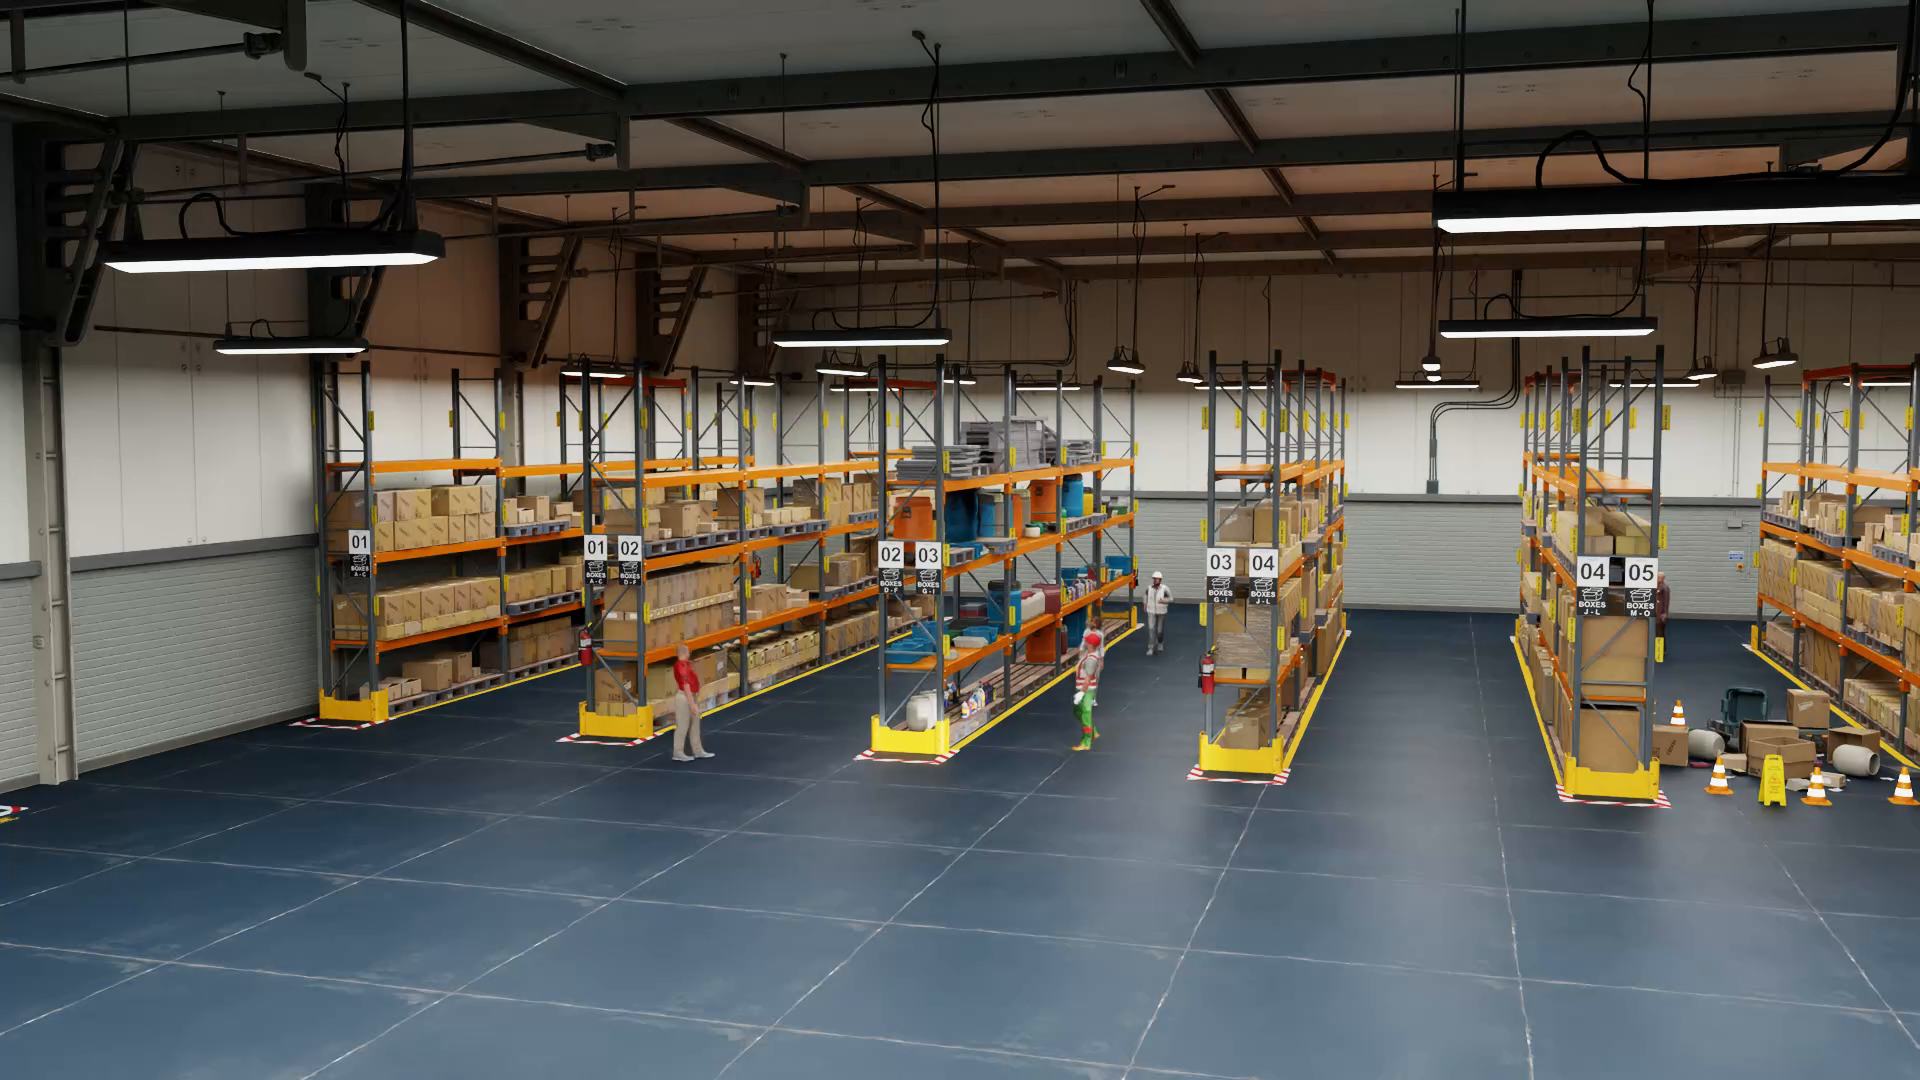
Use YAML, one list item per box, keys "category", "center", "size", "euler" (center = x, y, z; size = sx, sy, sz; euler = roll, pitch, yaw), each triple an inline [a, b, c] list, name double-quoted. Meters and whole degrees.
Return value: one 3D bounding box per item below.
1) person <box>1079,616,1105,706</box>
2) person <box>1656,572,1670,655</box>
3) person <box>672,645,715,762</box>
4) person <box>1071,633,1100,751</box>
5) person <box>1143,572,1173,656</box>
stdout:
- category: "person"
  center: [2.311, 2.115, 29.305]
  size: [0.468, 1.539, 0.685]
  euler: [0, 4, -1]
- category: "person"
  center: [14.915, 1.571, 35.643]
  size: [0.514, 1.779, 0.628]
  euler: [1, 4, 17]
- category: "person"
  center: [-3.949, 2.398, 24.538]
  size: [0.587, 1.725, 0.592]
  euler: [0, 4, 0]
- category: "person"
  center: [1.905, 2.286, 25.329]
  size: [0.493, 1.772, 0.663]
  euler: [0, 4, -4]
- category: "person"
  center: [4.224, 1.551, 35.540]
  size: [0.669, 1.747, 0.995]
  euler: [1, 4, 13]
